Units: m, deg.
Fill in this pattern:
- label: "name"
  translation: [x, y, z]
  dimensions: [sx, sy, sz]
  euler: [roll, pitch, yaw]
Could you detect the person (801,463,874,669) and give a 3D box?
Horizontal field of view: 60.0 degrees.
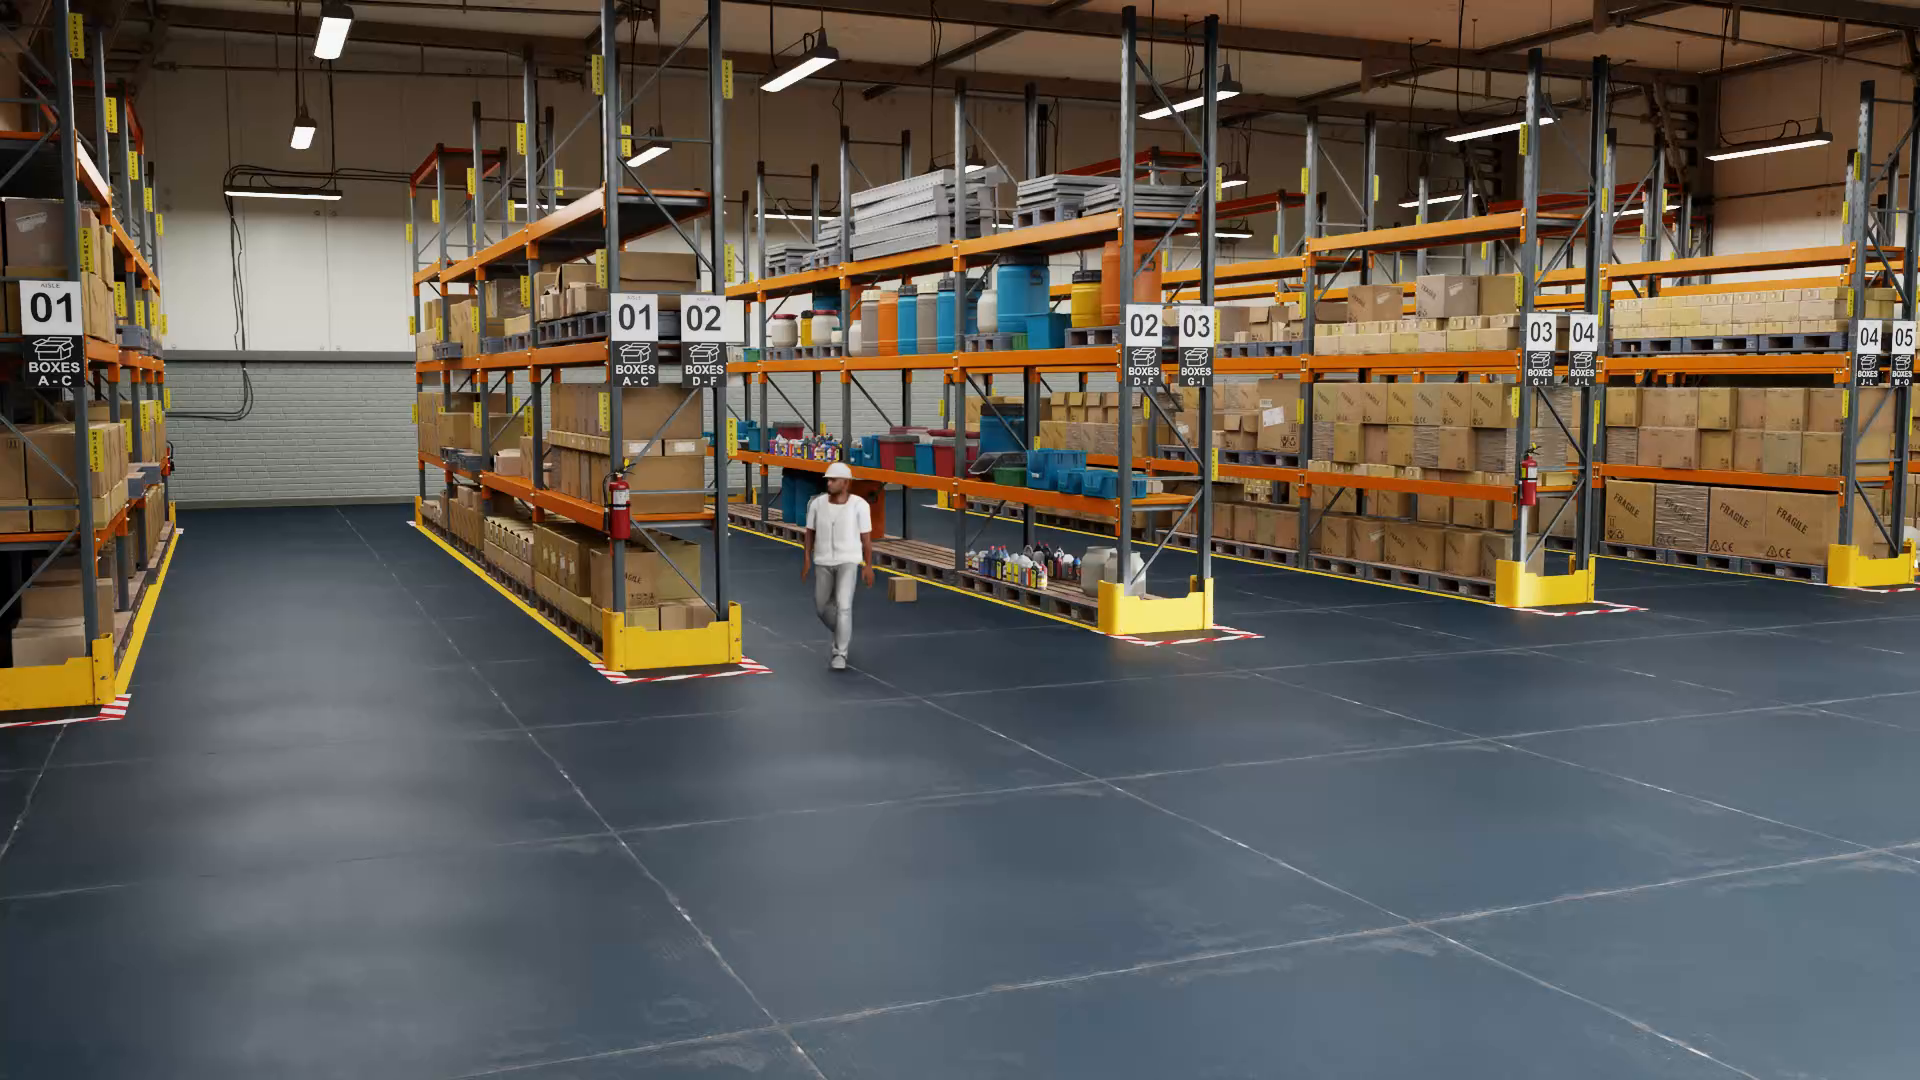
- label: "person"
  translation: [-1.061, 0.203, 14.360]
  dimensions: [0.618, 1.743, 0.833]
  euler: [1, 5, 10]
